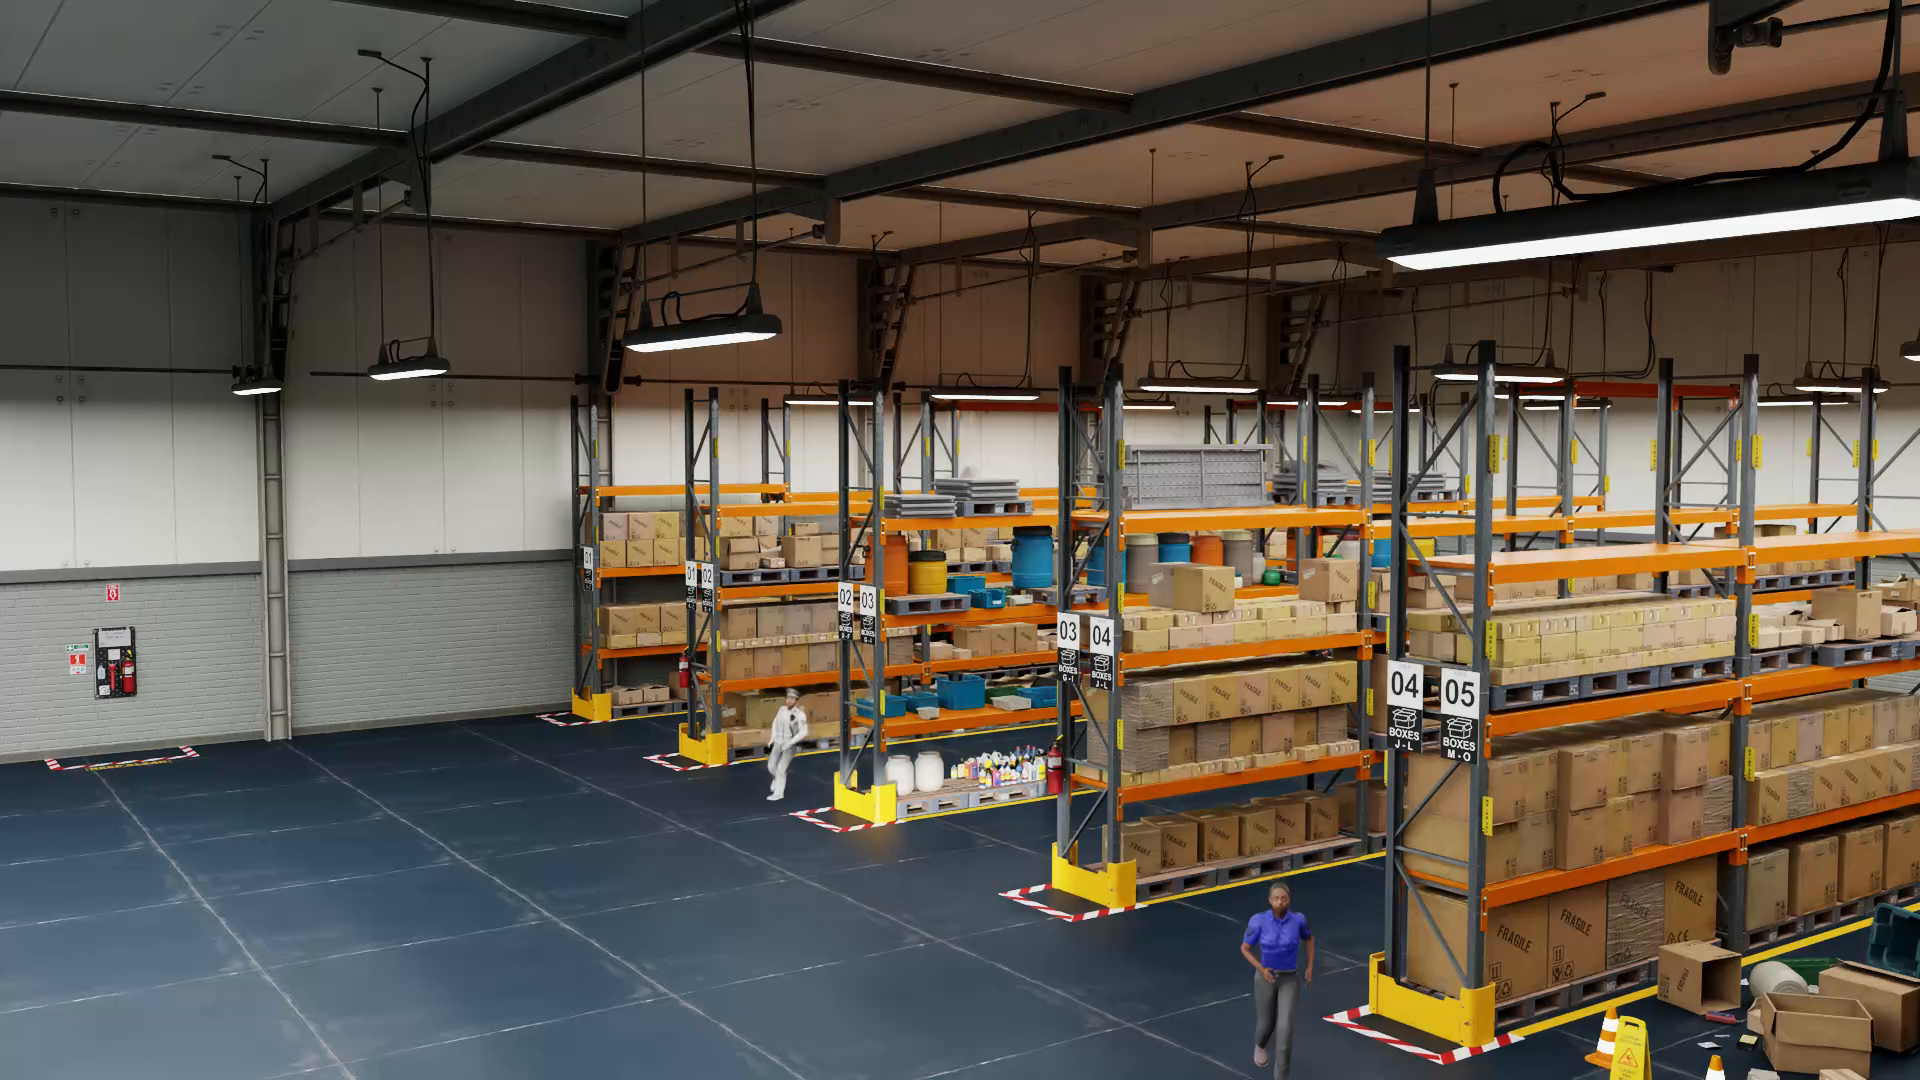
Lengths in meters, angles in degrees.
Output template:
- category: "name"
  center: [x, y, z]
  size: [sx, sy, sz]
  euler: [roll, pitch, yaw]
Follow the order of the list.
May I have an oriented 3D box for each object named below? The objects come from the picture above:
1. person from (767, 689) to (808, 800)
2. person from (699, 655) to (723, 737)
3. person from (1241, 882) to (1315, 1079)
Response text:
- category: "person"
  center: [-2.489, 2.923, 23.733]
  size: [0.638, 1.620, 0.509]
  euler: [1, 4, 22]
- category: "person"
  center: [-4.216, 2.519, 29.240]
  size: [0.707, 1.772, 1.022]
  euler: [3, 4, 37]
- category: "person"
  center: [2.548, 3.550, 13.317]
  size: [0.600, 1.672, 0.775]
  euler: [0, 3, 4]
